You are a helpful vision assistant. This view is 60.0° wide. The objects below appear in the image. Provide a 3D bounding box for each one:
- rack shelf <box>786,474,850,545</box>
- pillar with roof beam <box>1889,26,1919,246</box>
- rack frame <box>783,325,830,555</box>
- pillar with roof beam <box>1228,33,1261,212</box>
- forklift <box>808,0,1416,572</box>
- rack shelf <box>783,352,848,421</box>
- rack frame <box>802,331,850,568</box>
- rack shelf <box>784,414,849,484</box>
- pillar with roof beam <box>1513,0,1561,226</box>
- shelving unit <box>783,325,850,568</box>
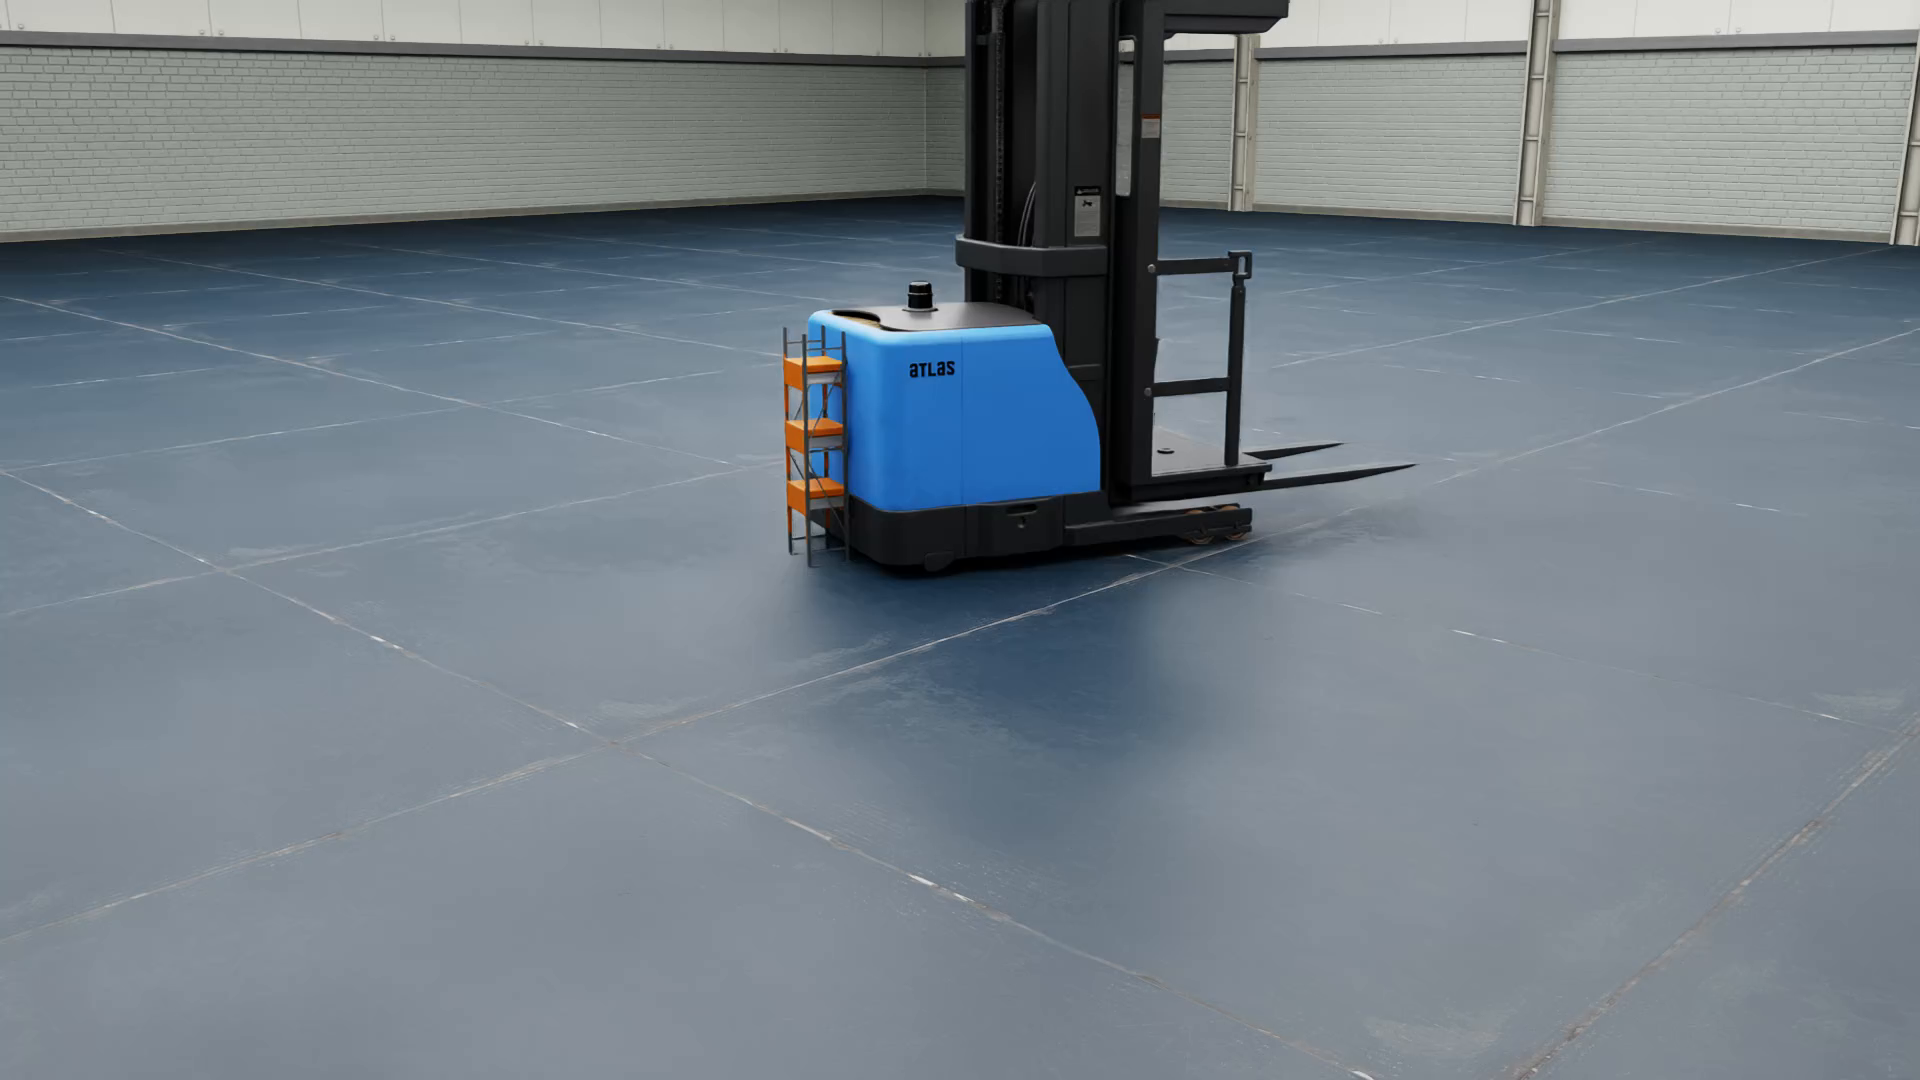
[{"bbox_3d":[-0.645,-0.142,7.540,0.215,0.259,0.240,-7,16,-25],"label":"rack shelf"},{"bbox_3d":[11.218,-8.008,20.818,0.400,9.000,9.100,14,20,42],"label":"pillar with roof beam"},{"bbox_3d":[-0.698,-0.449,7.574,0.200,1.050,0.008,-7,16,-25],"label":"rack frame"},{"bbox_3d":[2.579,-10.108,28.878,0.400,9.000,9.100,14,20,42],"label":"pillar with roof beam"},{"bbox_3d":[0.833,-1.508,7.906,3.031,2.935,1.130,-7,16,-24],"label":"forklift"},{"bbox_3d":[-0.645,-0.686,7.398,0.215,0.259,0.240,-7,16,-25],"label":"rack shelf"},{"bbox_3d":[-0.592,-0.394,7.361,0.200,1.050,0.008,-7,16,-25],"label":"rack frame"},{"bbox_3d":[-0.645,-0.411,7.470,0.215,0.259,0.240,-7,16,-25],"label":"rack shelf"},{"bbox_3d":[6.899,-9.058,24.848,0.400,9.000,9.100,14,20,42],"label":"pillar with roof beam"},{"bbox_3d":[-0.645,-0.421,7.467,0.215,1.050,0.252,-7,16,-25],"label":"shelving unit"}]
